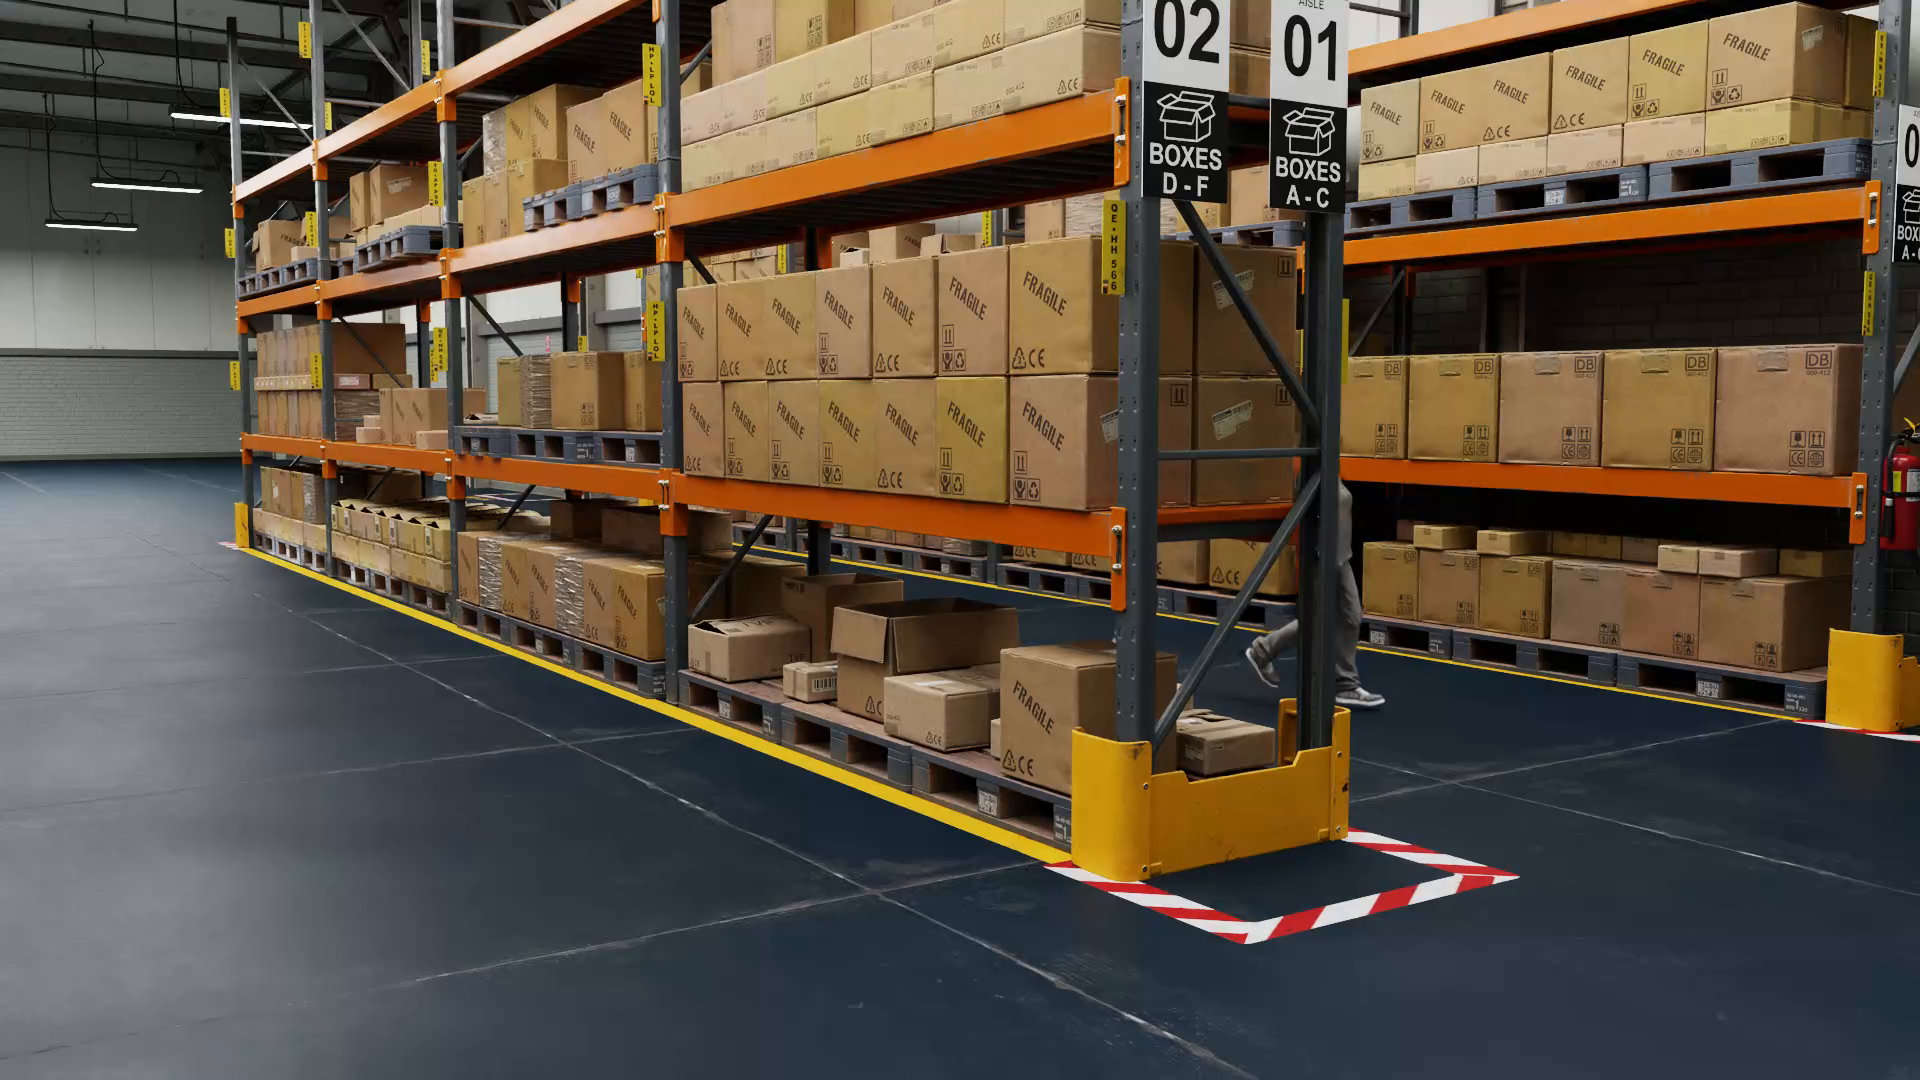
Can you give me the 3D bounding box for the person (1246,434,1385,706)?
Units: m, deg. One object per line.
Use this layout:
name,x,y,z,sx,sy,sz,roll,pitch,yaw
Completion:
person,1.963,0.126,9.205,0.768,1.568,0.423,3,6,33
